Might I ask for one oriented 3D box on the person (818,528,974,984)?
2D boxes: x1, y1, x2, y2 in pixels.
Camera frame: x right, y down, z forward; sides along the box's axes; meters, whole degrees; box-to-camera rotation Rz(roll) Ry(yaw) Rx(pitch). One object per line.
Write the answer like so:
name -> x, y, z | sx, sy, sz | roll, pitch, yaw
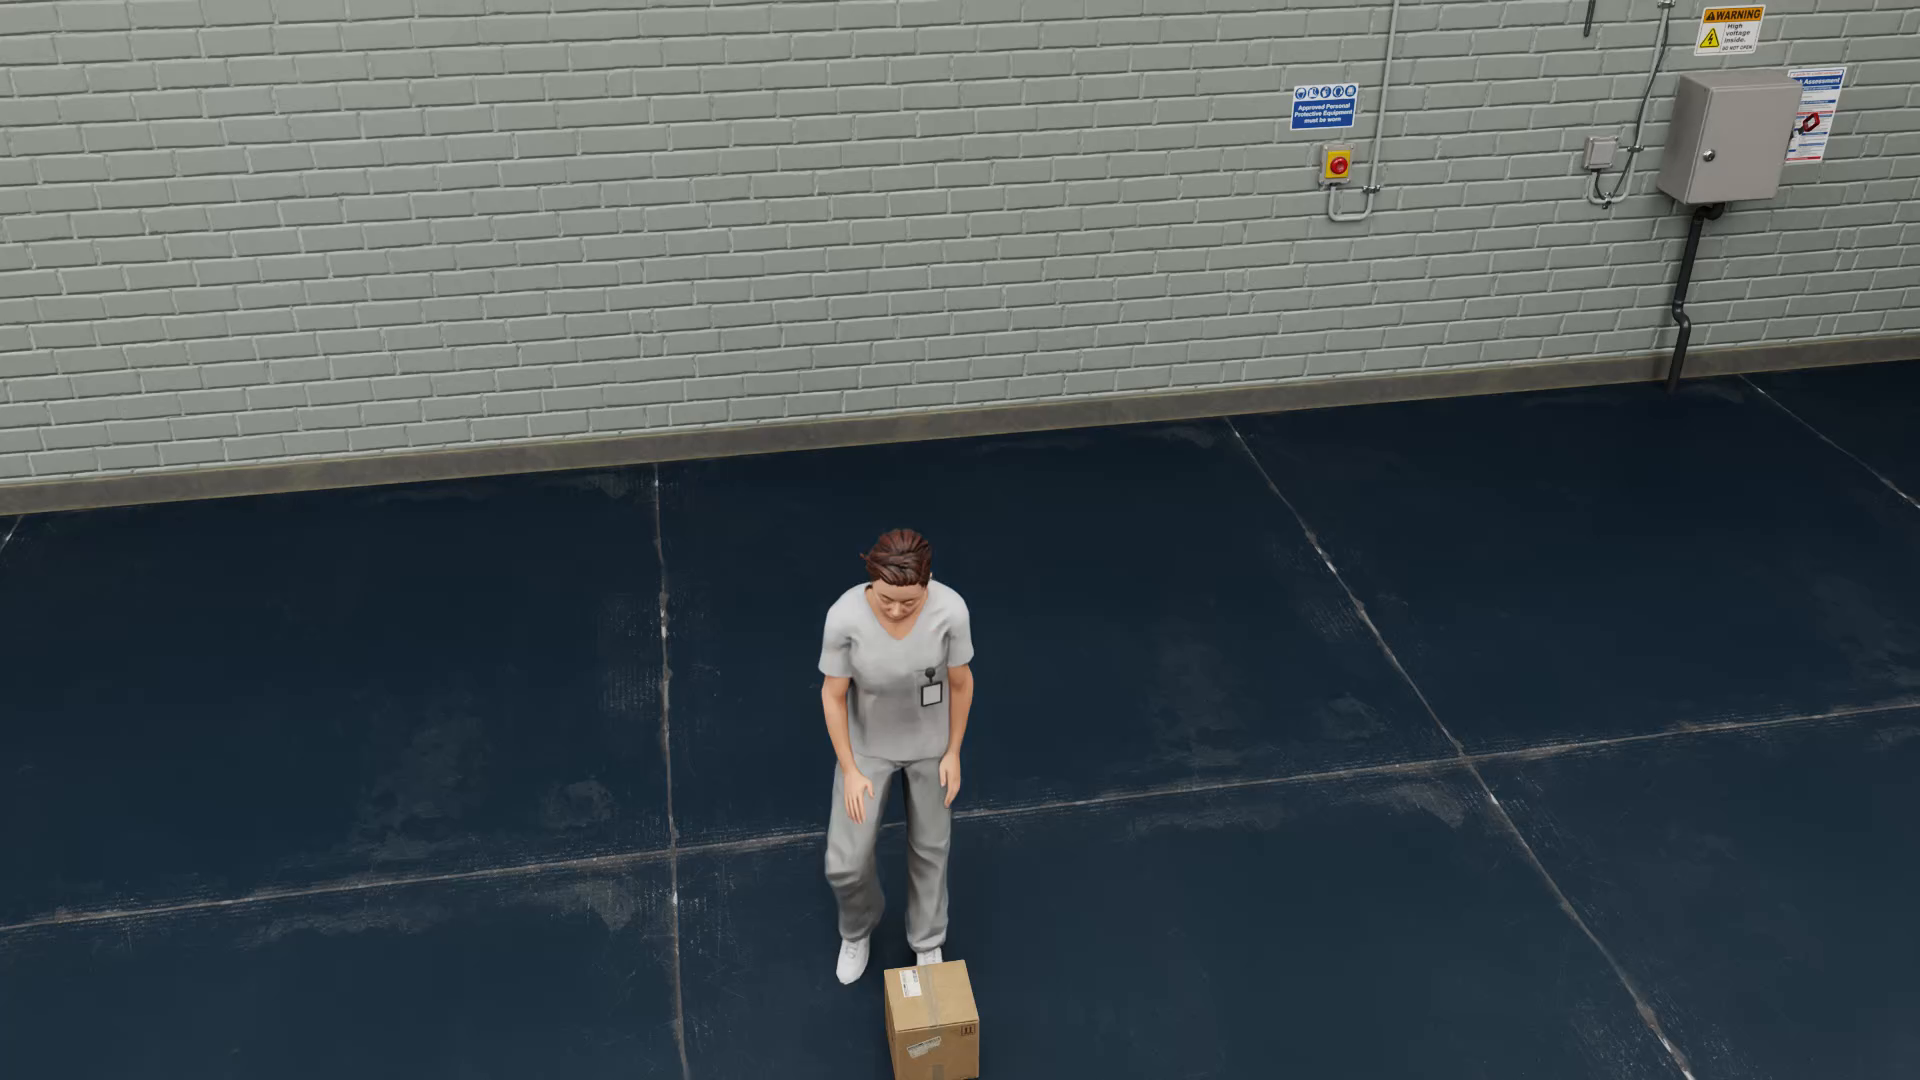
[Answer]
person -> -0.185, 0.693, 4.978 | 0.473, 1.699, 0.497 | -3, 31, -6
